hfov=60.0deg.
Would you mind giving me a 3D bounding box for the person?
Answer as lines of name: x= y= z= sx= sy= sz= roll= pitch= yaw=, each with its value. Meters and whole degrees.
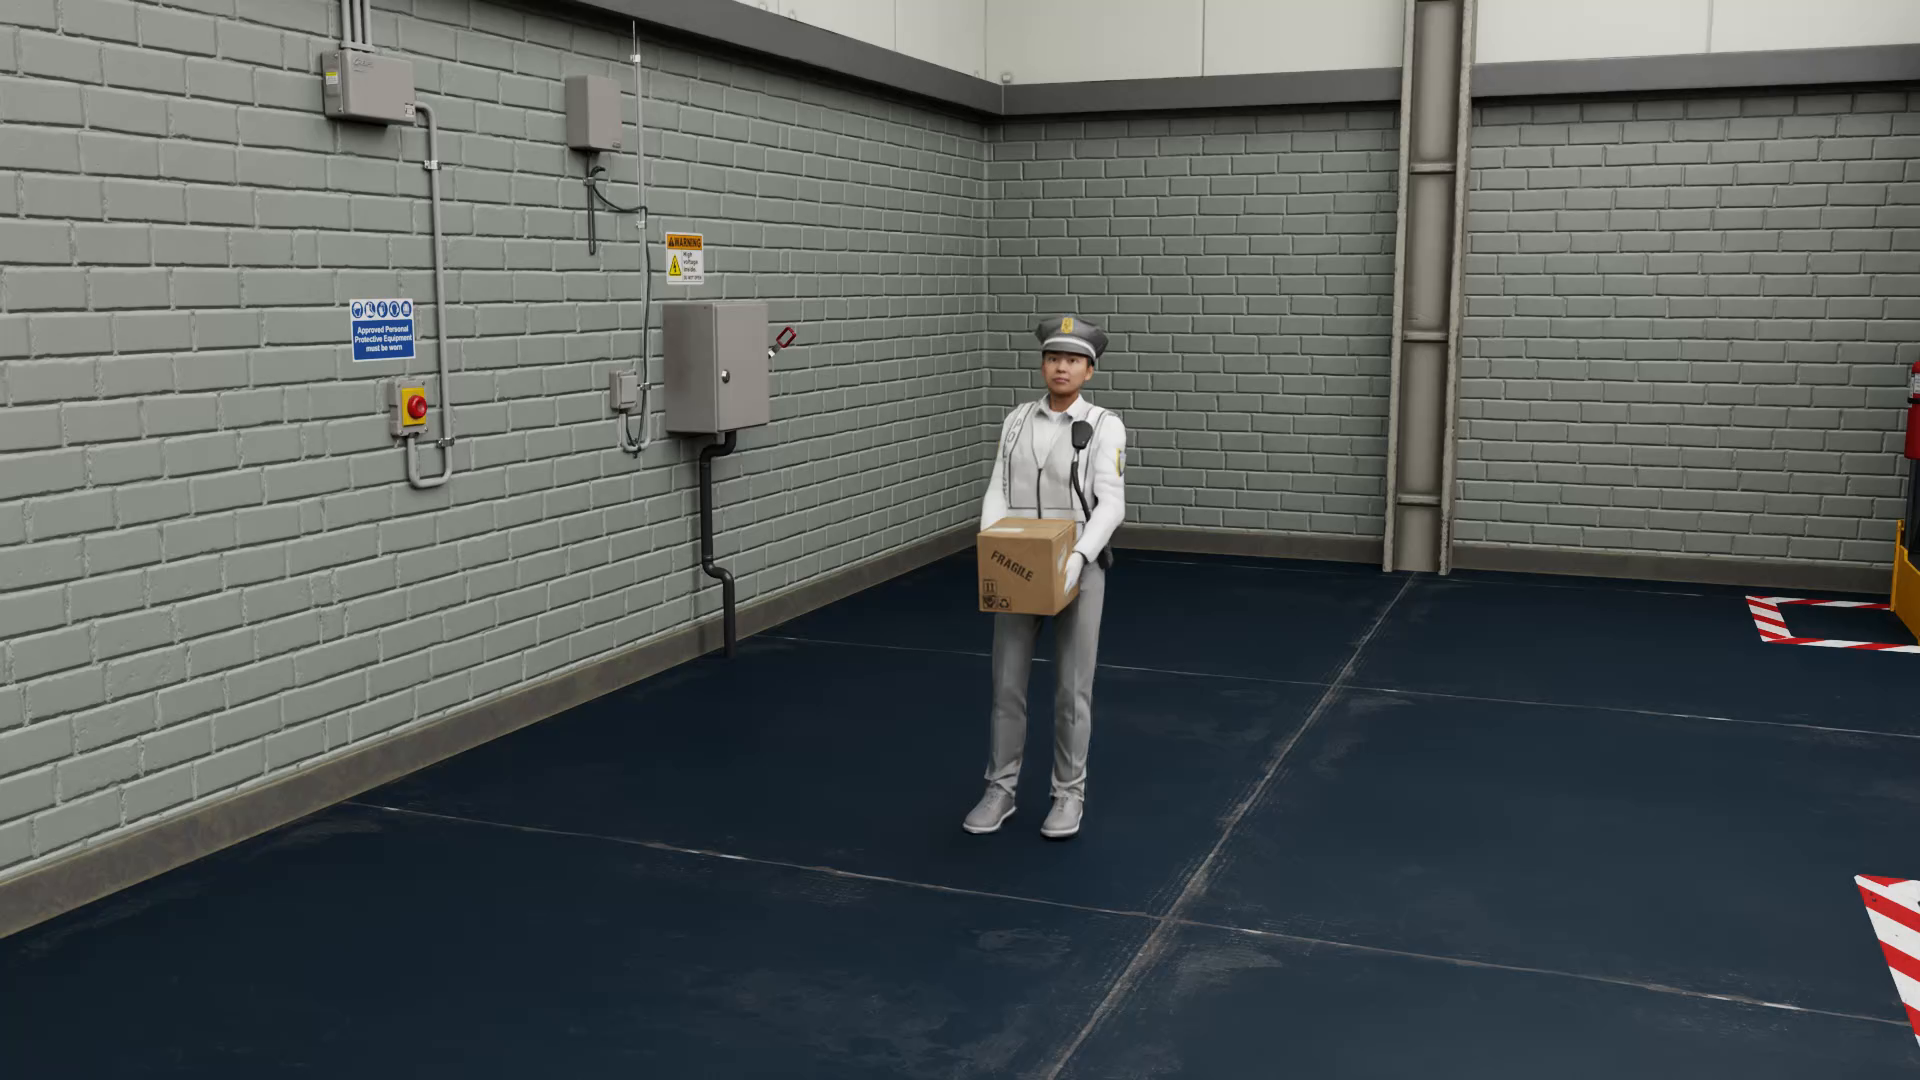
person: x=0.287 y=0.143 z=5.464 sx=0.492 sy=1.653 sz=0.502 roll=3 pitch=9 yaw=21
